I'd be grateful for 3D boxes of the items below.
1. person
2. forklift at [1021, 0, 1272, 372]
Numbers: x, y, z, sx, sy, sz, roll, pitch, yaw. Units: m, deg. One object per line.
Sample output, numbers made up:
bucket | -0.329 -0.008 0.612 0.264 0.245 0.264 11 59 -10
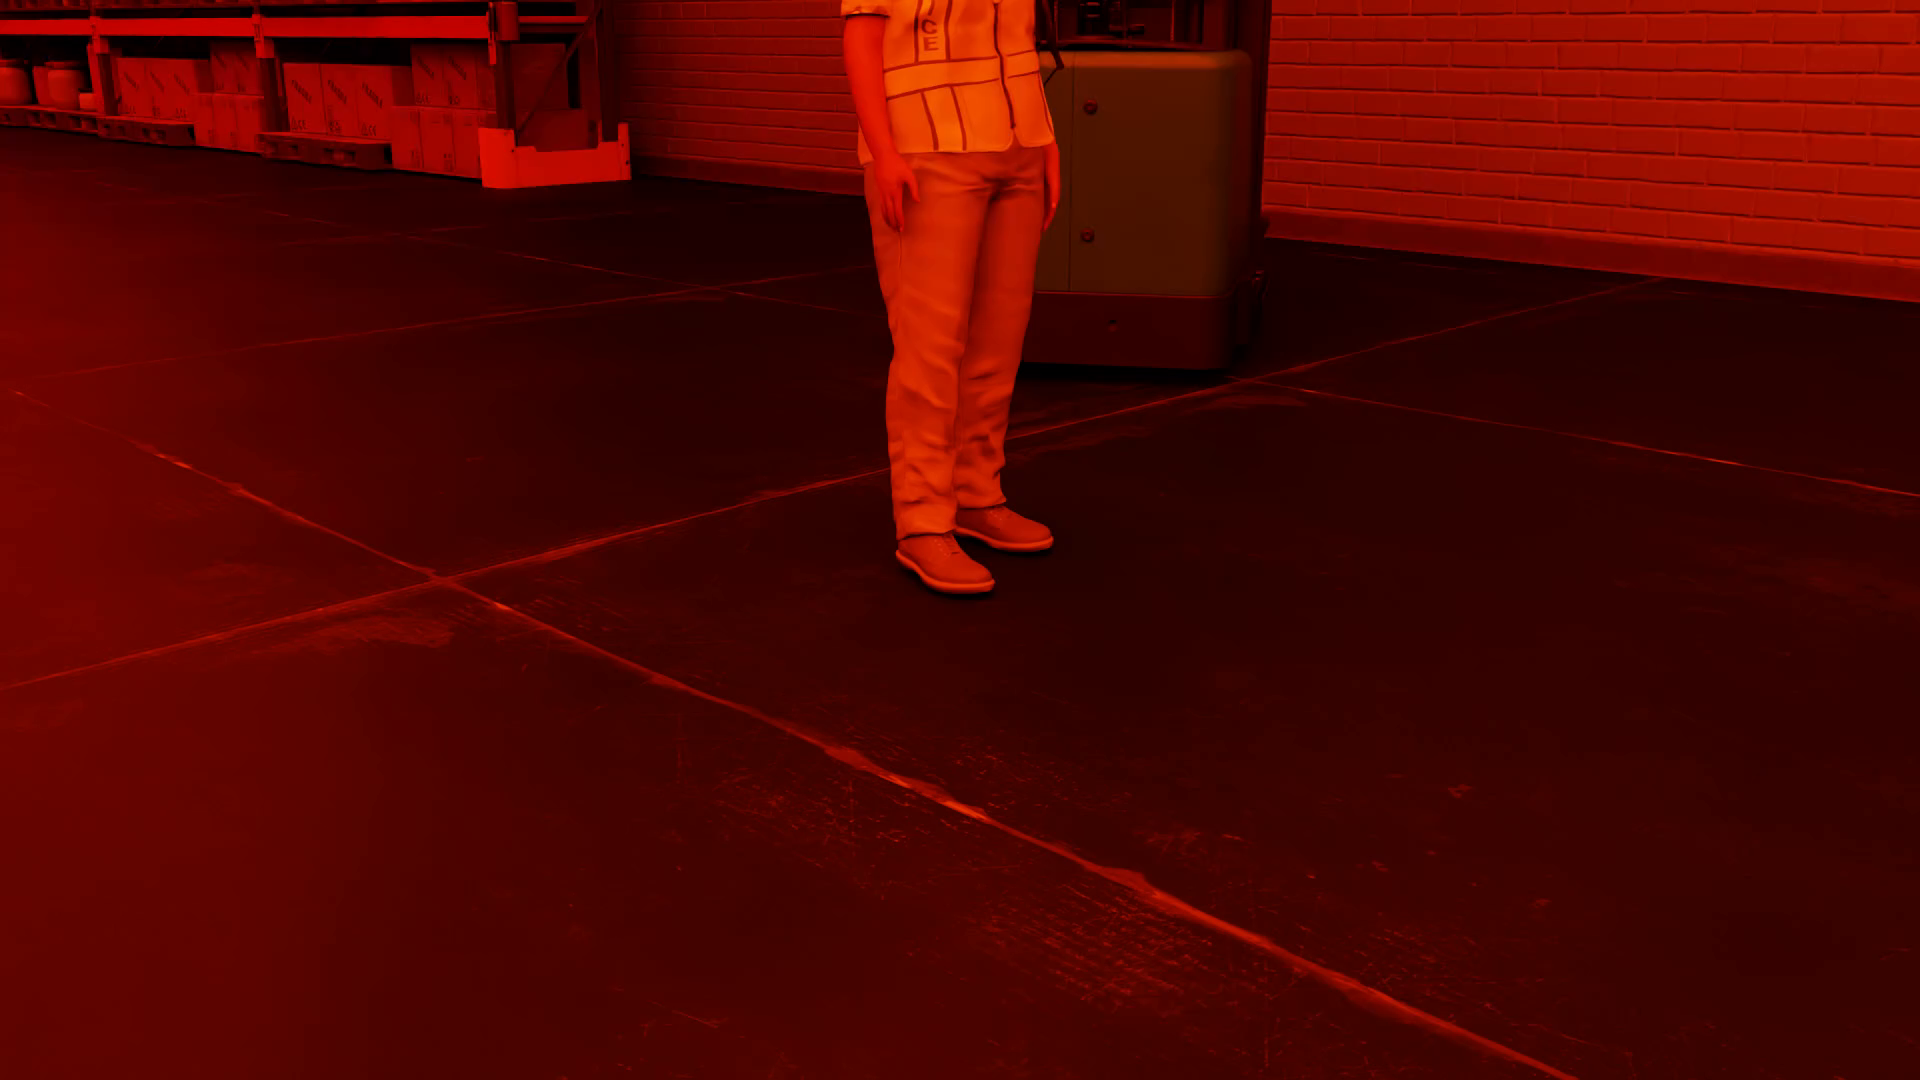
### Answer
person | 0.038 -0.784 3.580 0.529 1.670 0.598 16 23 42
forklift | 0.702 -2.353 6.551 1.130 2.935 3.031 4 18 13
